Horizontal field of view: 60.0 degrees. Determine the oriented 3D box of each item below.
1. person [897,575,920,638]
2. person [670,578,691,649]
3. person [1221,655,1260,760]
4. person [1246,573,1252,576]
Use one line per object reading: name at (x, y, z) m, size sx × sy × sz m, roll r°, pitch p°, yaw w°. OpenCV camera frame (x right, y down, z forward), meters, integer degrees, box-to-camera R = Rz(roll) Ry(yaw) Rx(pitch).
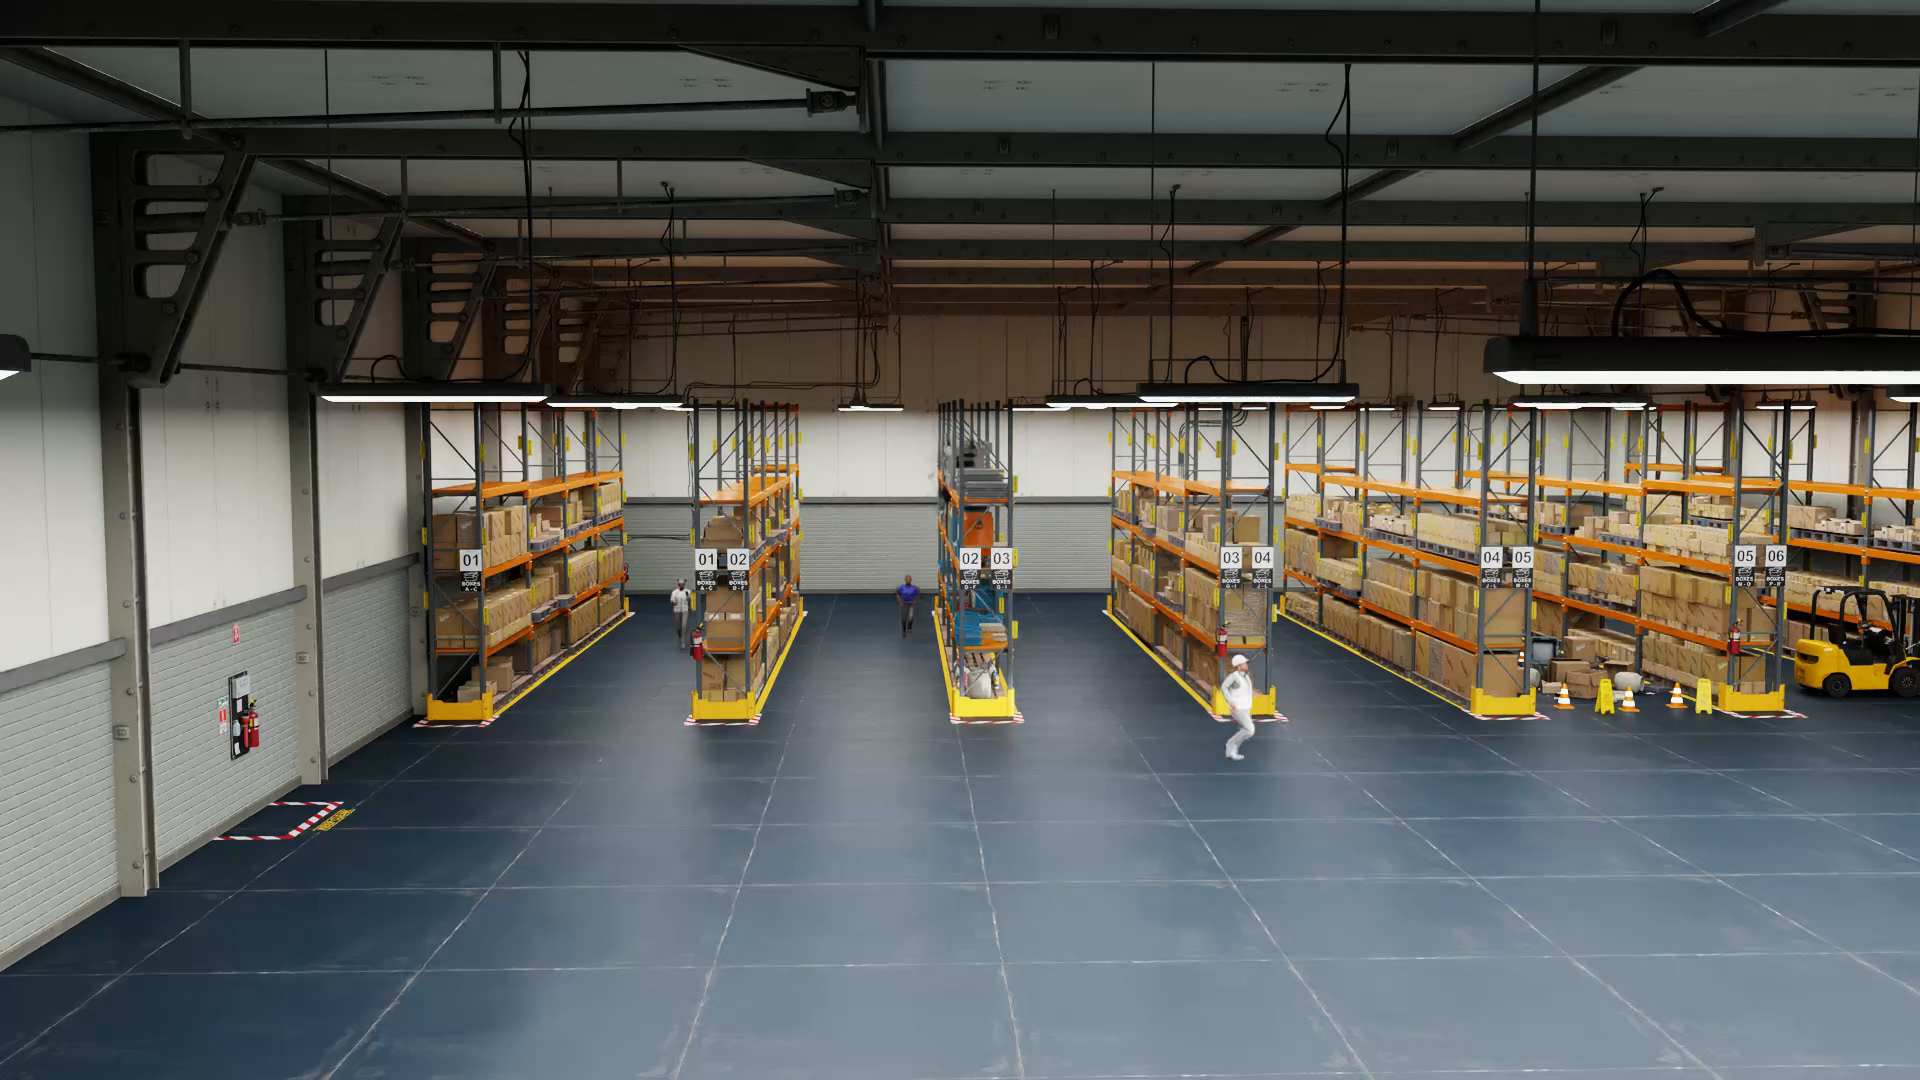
person at (-1.286, 1.664, 41.335) m, size 0.571 × 1.592 × 0.573 m, roll 0°, pitch 4°, yaw -4°
person at (-6.802, 1.765, 40.664) m, size 0.586 × 1.685 × 0.891 m, roll 0°, pitch 4°, yaw -6°
person at (4.645, 2.760, 27.388) m, size 0.557 × 1.740 × 0.708 m, roll 3°, pitch 5°, yaw 34°
person at (8.101, 1.398, 45.573) m, size 0.698 × 1.740 × 0.652 m, roll 0°, pitch 4°, yaw 4°
